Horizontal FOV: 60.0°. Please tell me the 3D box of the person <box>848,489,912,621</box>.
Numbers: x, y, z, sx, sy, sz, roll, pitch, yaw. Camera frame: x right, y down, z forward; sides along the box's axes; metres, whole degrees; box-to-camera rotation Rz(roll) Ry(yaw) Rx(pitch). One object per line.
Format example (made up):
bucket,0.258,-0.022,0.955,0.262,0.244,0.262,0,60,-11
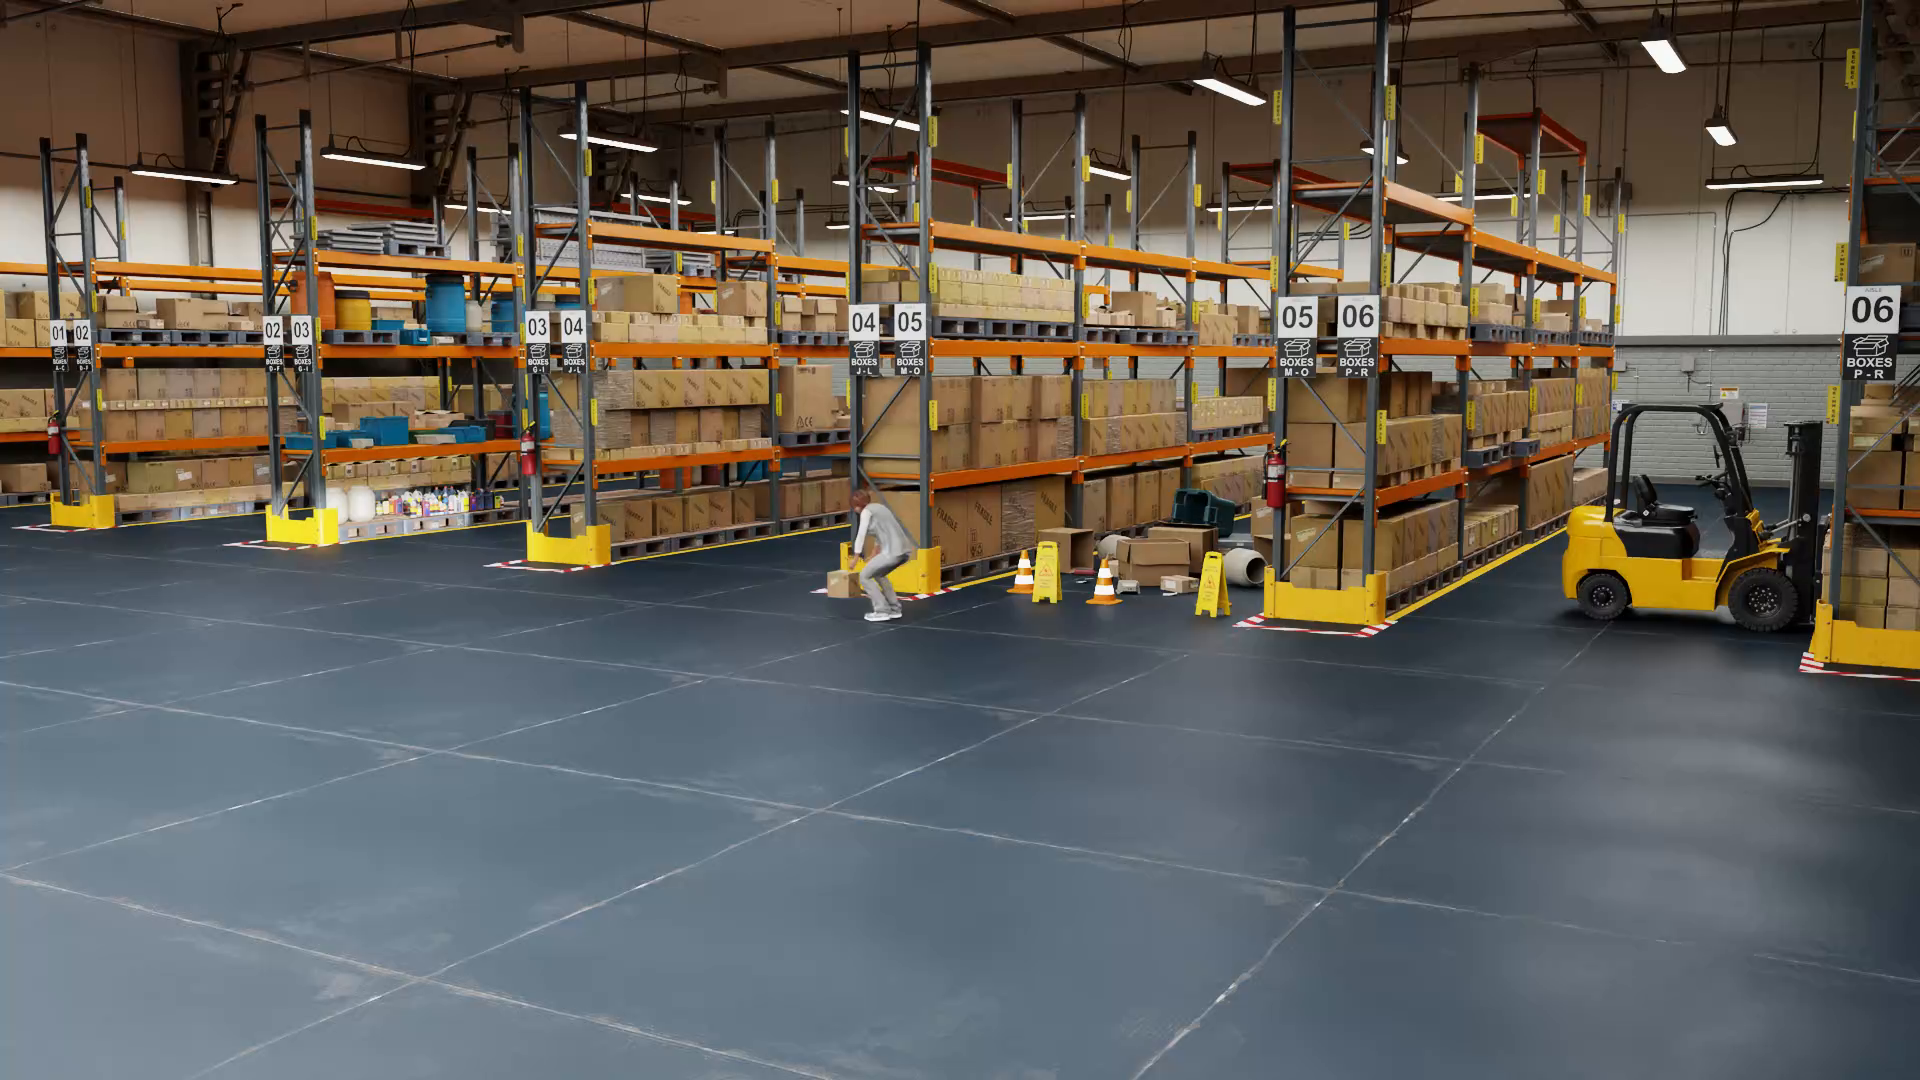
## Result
person,-0.810,0.161,16.568,0.656,1.284,0.463,3,7,29
